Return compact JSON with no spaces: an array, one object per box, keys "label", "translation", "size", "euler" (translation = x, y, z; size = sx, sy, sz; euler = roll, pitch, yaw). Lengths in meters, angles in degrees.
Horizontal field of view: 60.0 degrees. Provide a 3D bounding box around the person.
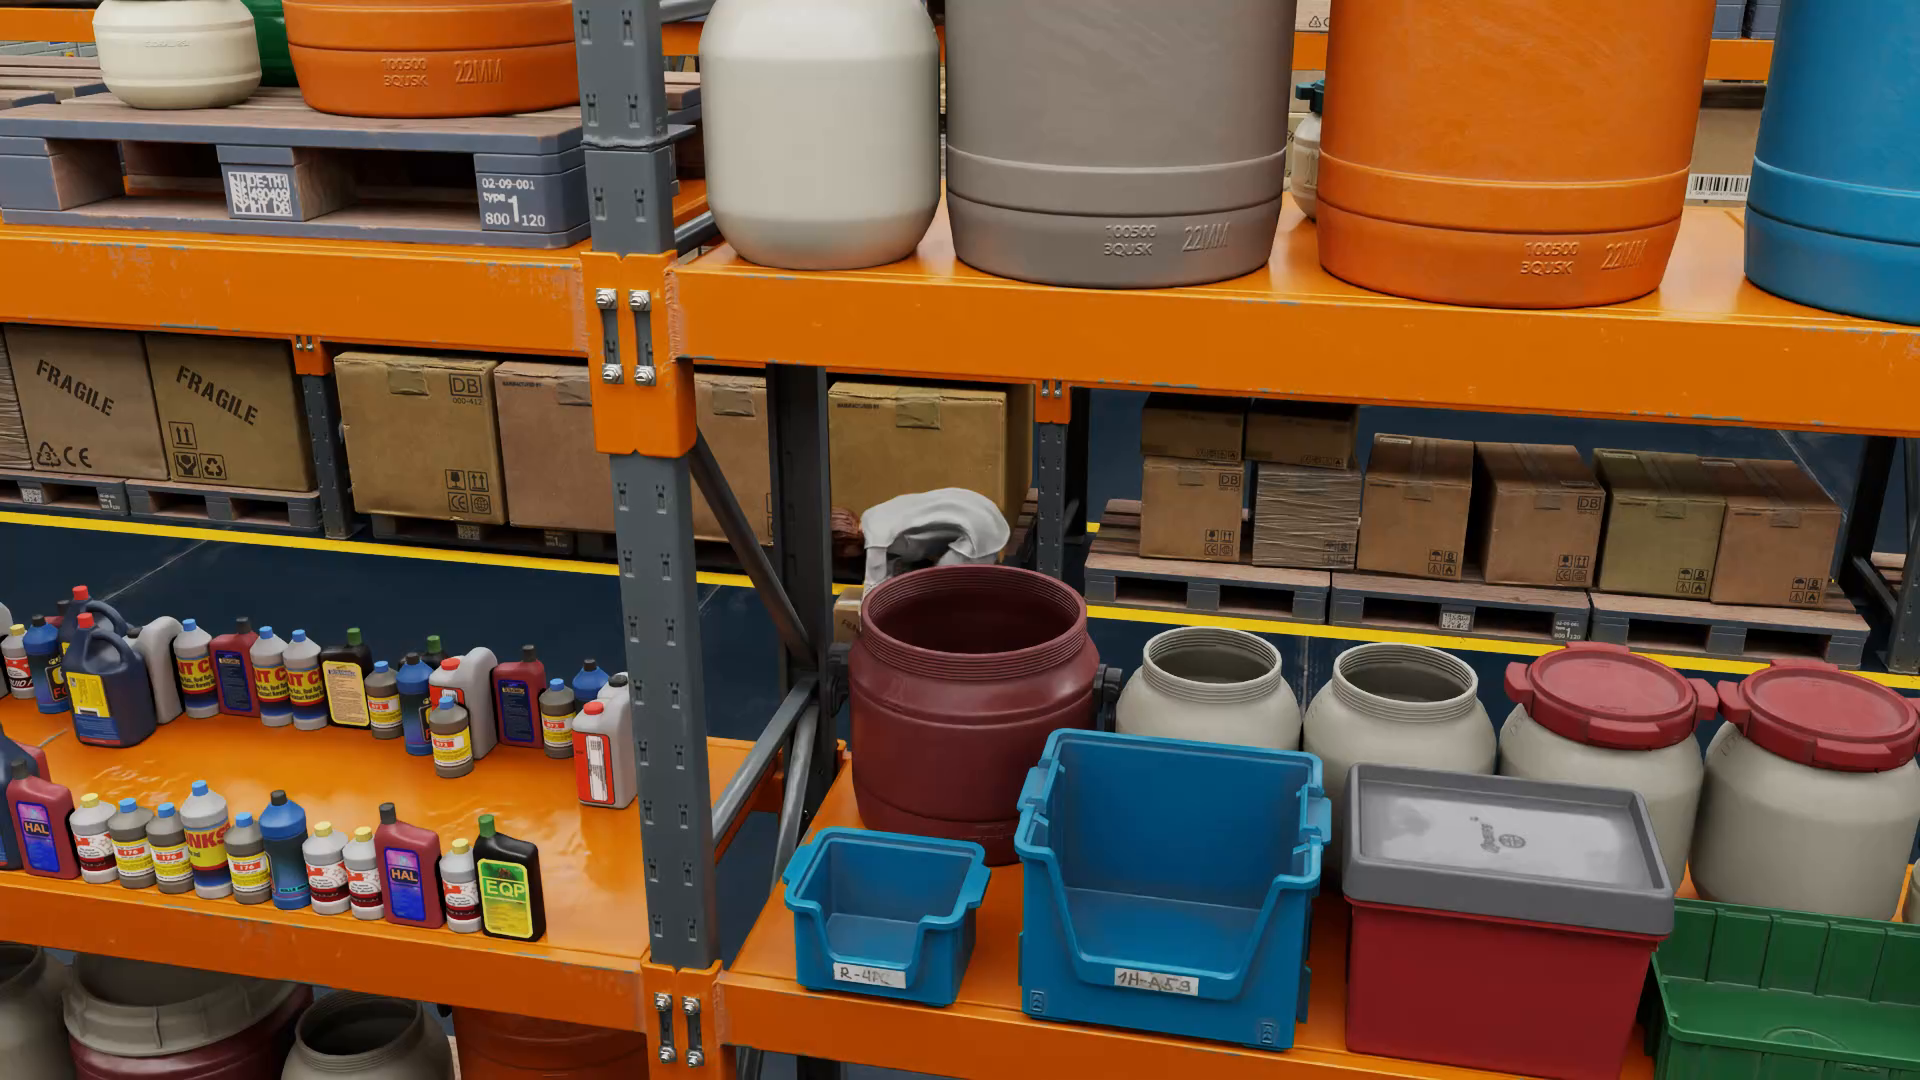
[{"label":"person","translation":[-0.213,0.228,7.389],"size":[0.868,0.960,0.409],"euler":[4,22,9]}]
